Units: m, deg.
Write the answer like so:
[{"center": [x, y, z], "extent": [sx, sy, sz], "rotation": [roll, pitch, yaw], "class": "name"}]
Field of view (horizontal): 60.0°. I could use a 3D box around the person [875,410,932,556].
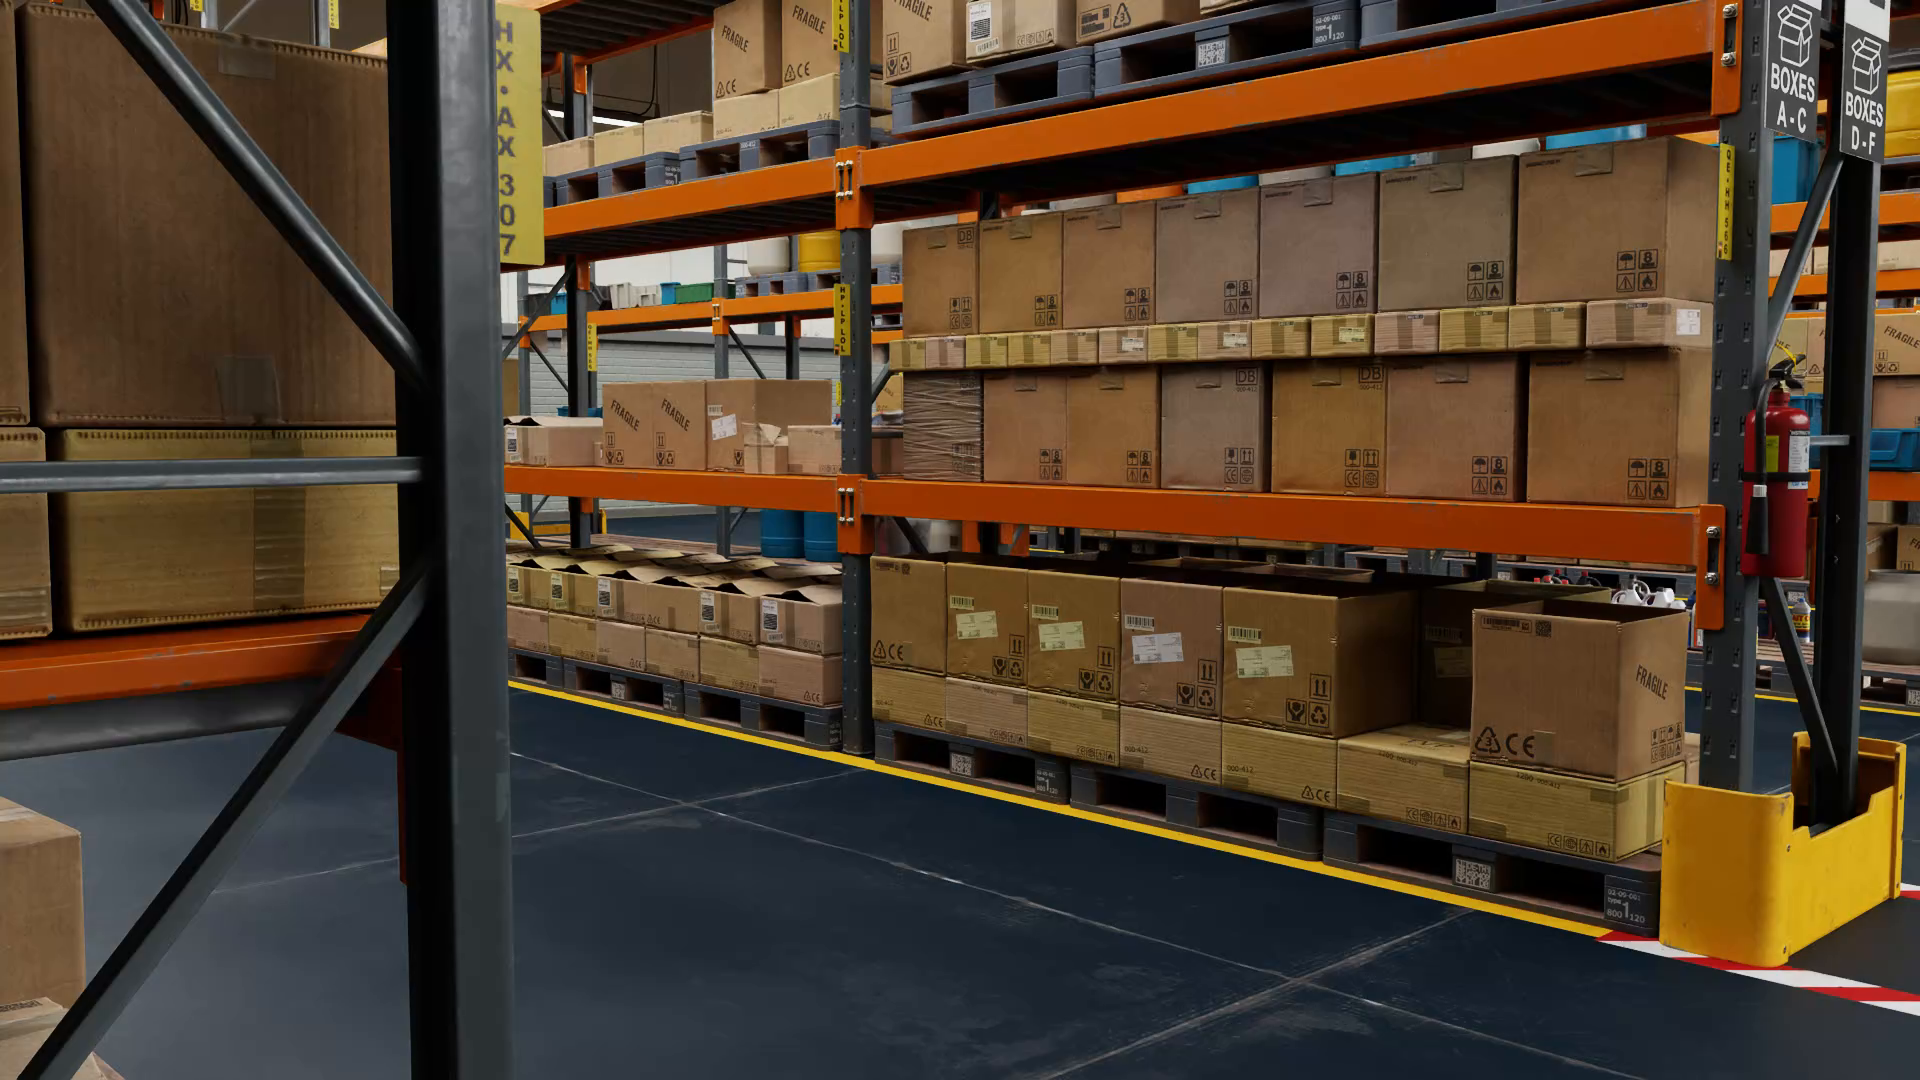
[{"center": [-0.412, -0.132, 12.442], "extent": [0.508, 1.683, 0.433], "rotation": [-4, 6, -44], "class": "person"}]
